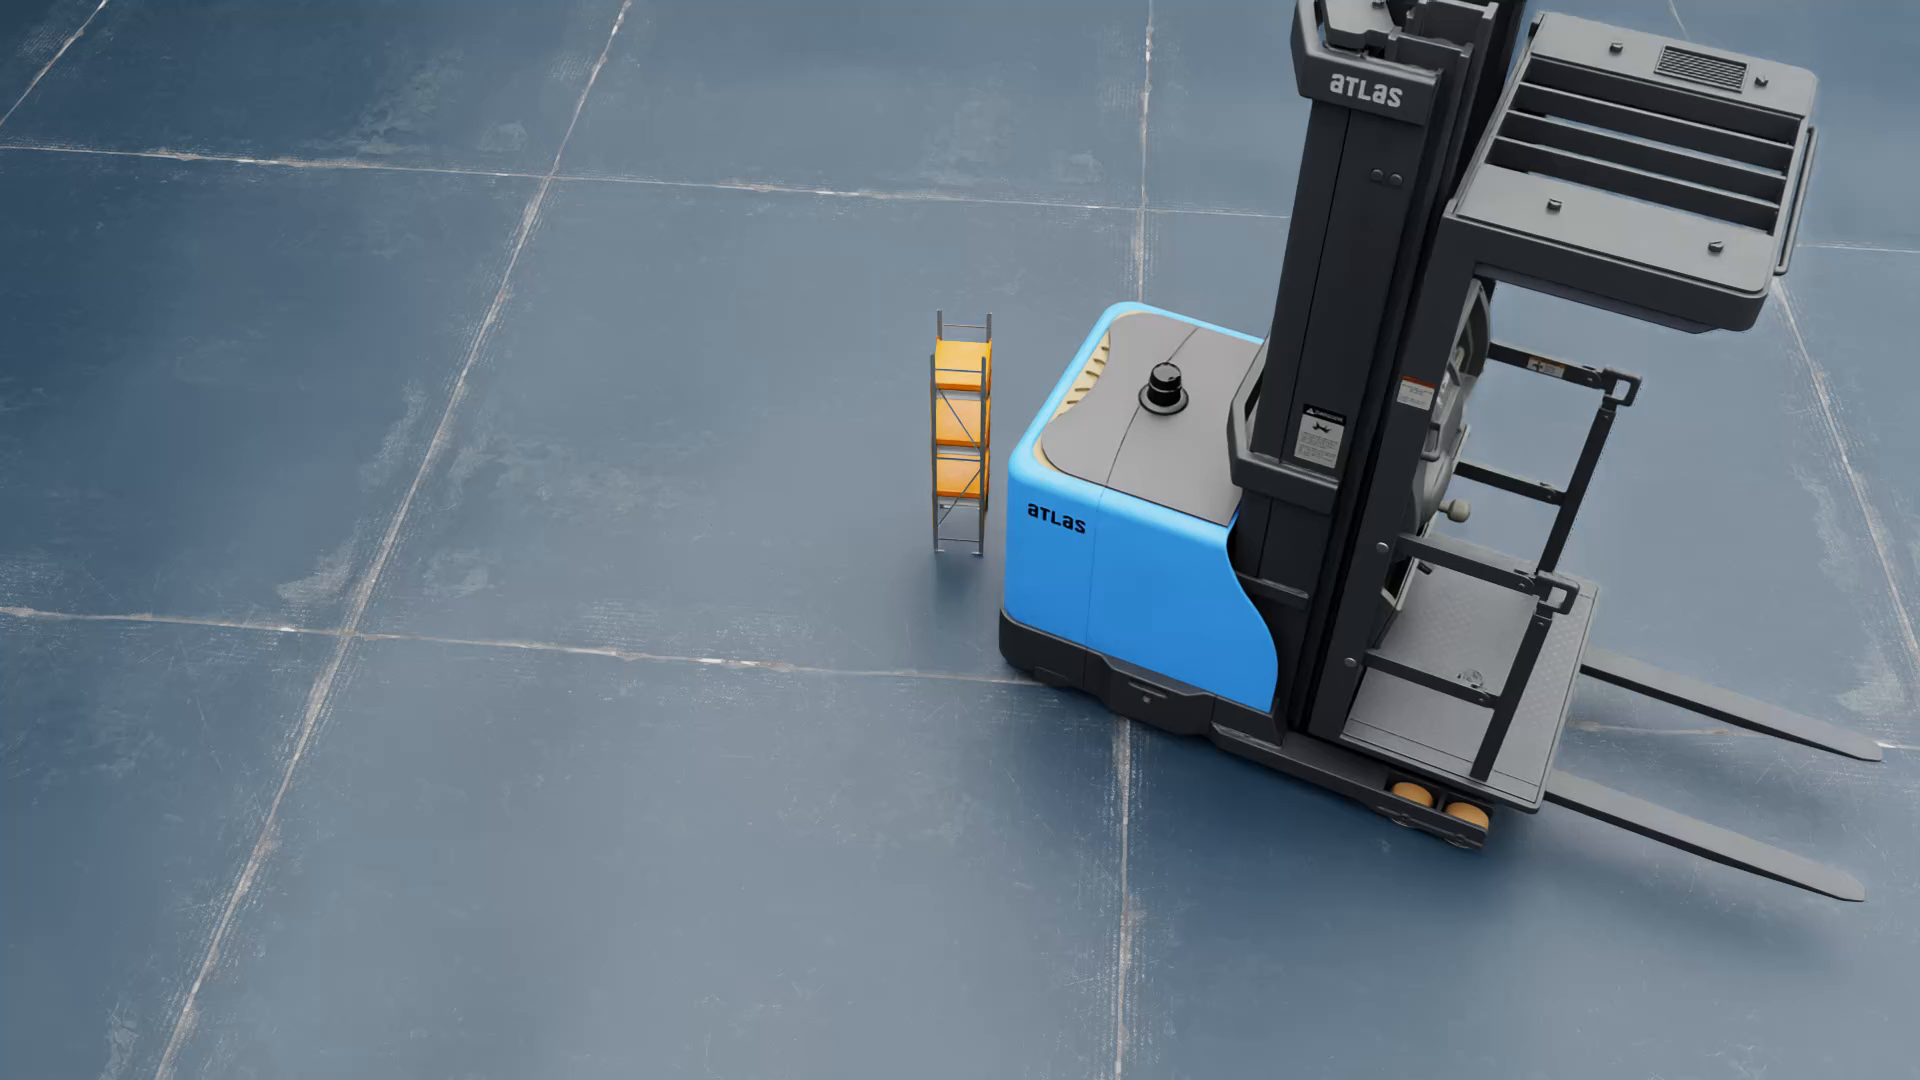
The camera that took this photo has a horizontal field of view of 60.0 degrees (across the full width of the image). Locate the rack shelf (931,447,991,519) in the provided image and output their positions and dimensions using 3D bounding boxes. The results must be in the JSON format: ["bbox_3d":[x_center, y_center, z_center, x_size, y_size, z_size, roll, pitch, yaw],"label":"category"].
[{"bbox_3d":[0.005,-0.199,6.611,0.215,0.259,0.240,4,48,4],"label":"rack shelf"}]

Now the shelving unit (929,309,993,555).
[{"bbox_3d":[0.005,-0.394,6.399,0.215,1.050,0.252,4,48,4],"label":"shelving unit"}]

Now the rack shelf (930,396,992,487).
[{"bbox_3d":[0.005,-0.387,6.406,0.215,0.259,0.240,4,48,4],"label":"rack shelf"}]

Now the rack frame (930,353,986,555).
[{"bbox_3d":[-0.006,-0.304,6.317,0.200,1.050,0.008,4,48,4],"label":"rack frame"}]

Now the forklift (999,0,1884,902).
[{"bbox_3d":[1.703,-0.373,5.105,3.031,2.935,1.130,19,50,17],"label":"forklift"}]

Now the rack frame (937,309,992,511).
[{"bbox_3d":[0.016,-0.483,6.481,0.200,1.050,0.008,4,48,4],"label":"rack frame"}]

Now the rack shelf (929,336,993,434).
[{"bbox_3d":[0.005,-0.578,6.197,0.215,0.259,0.240,4,48,4],"label":"rack shelf"}]
